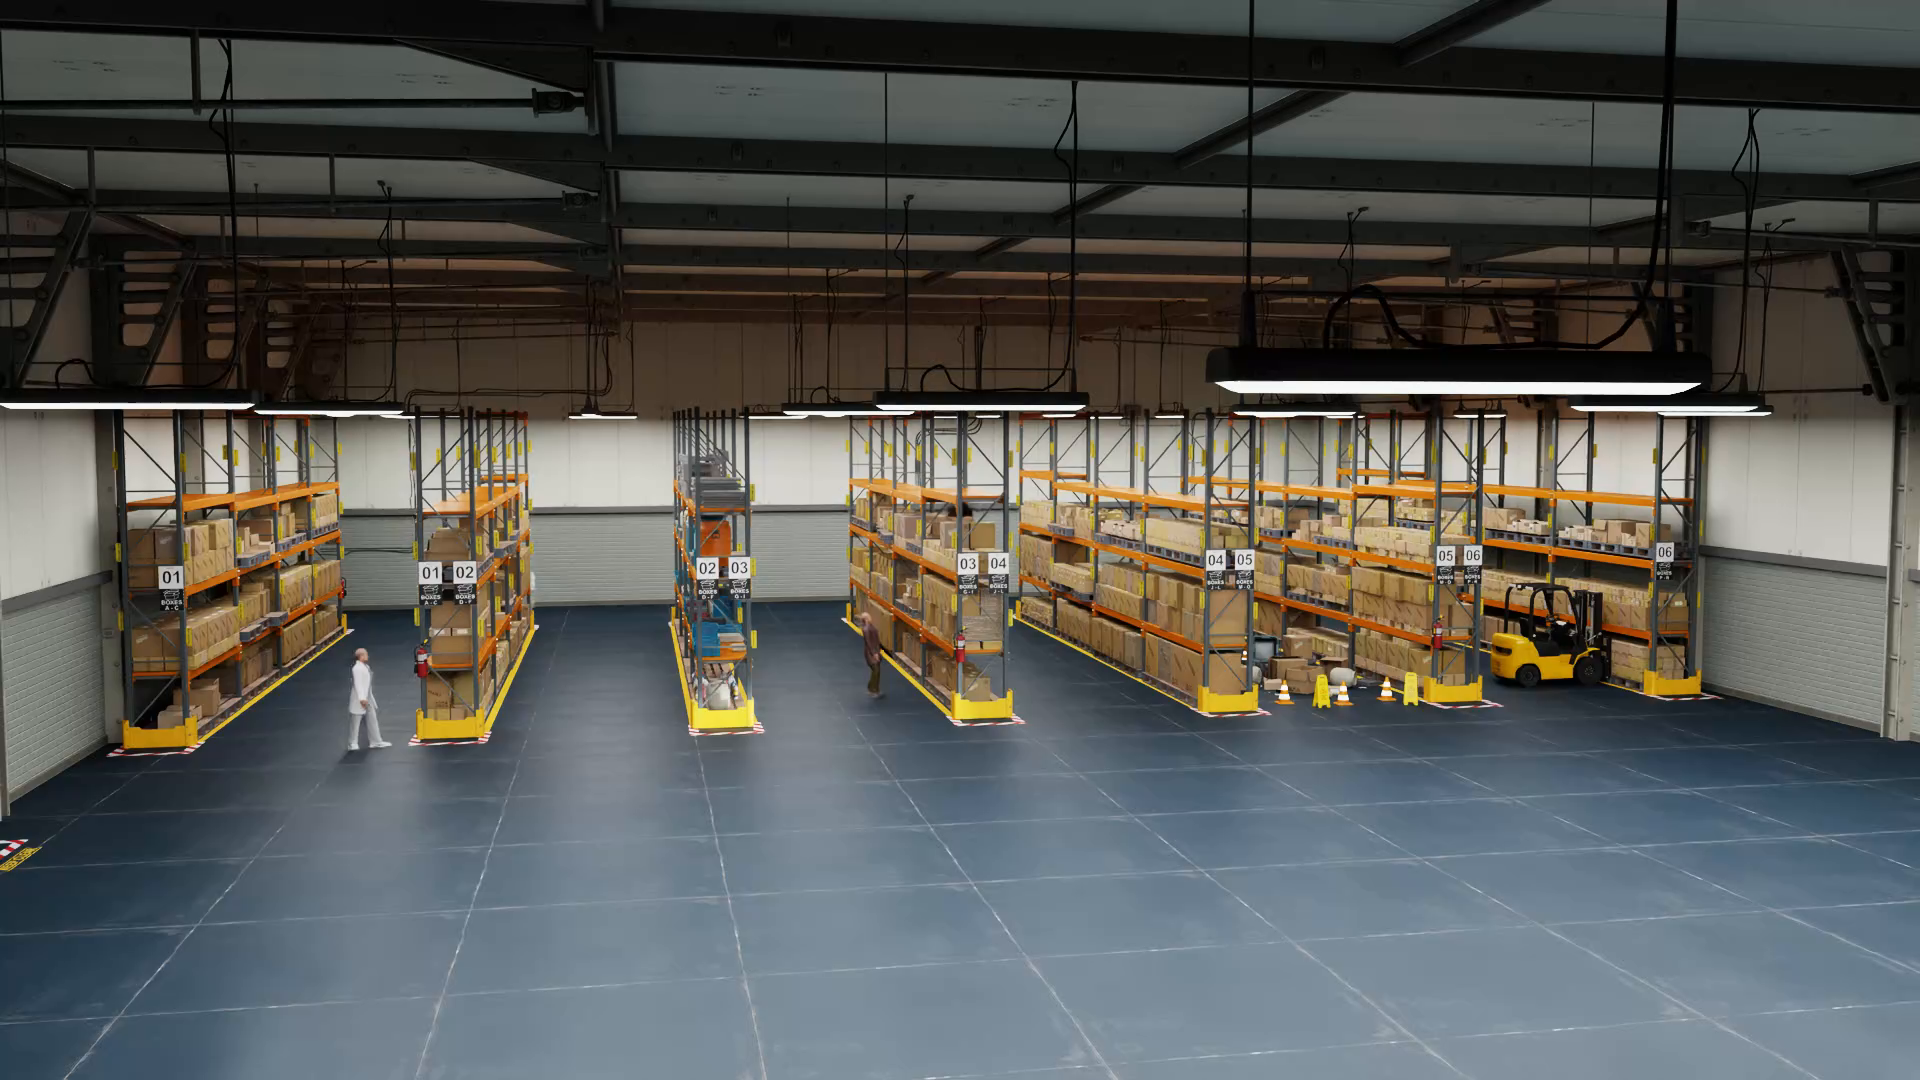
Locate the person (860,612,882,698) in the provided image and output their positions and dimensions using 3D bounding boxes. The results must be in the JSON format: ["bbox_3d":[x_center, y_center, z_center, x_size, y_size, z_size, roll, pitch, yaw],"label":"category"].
[{"bbox_3d":[-1.803,2.418,34.768,0.523,1.824,0.606,1,4,17],"label":"person"}]

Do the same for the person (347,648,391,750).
[{"bbox_3d":[-10.392,2.774,29.032,0.699,1.766,0.602,1,4,11],"label":"person"}]

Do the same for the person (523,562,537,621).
[{"bbox_3d":[-12.375,1.442,47.569,0.517,1.761,0.551,2,5,31],"label":"person"}]
